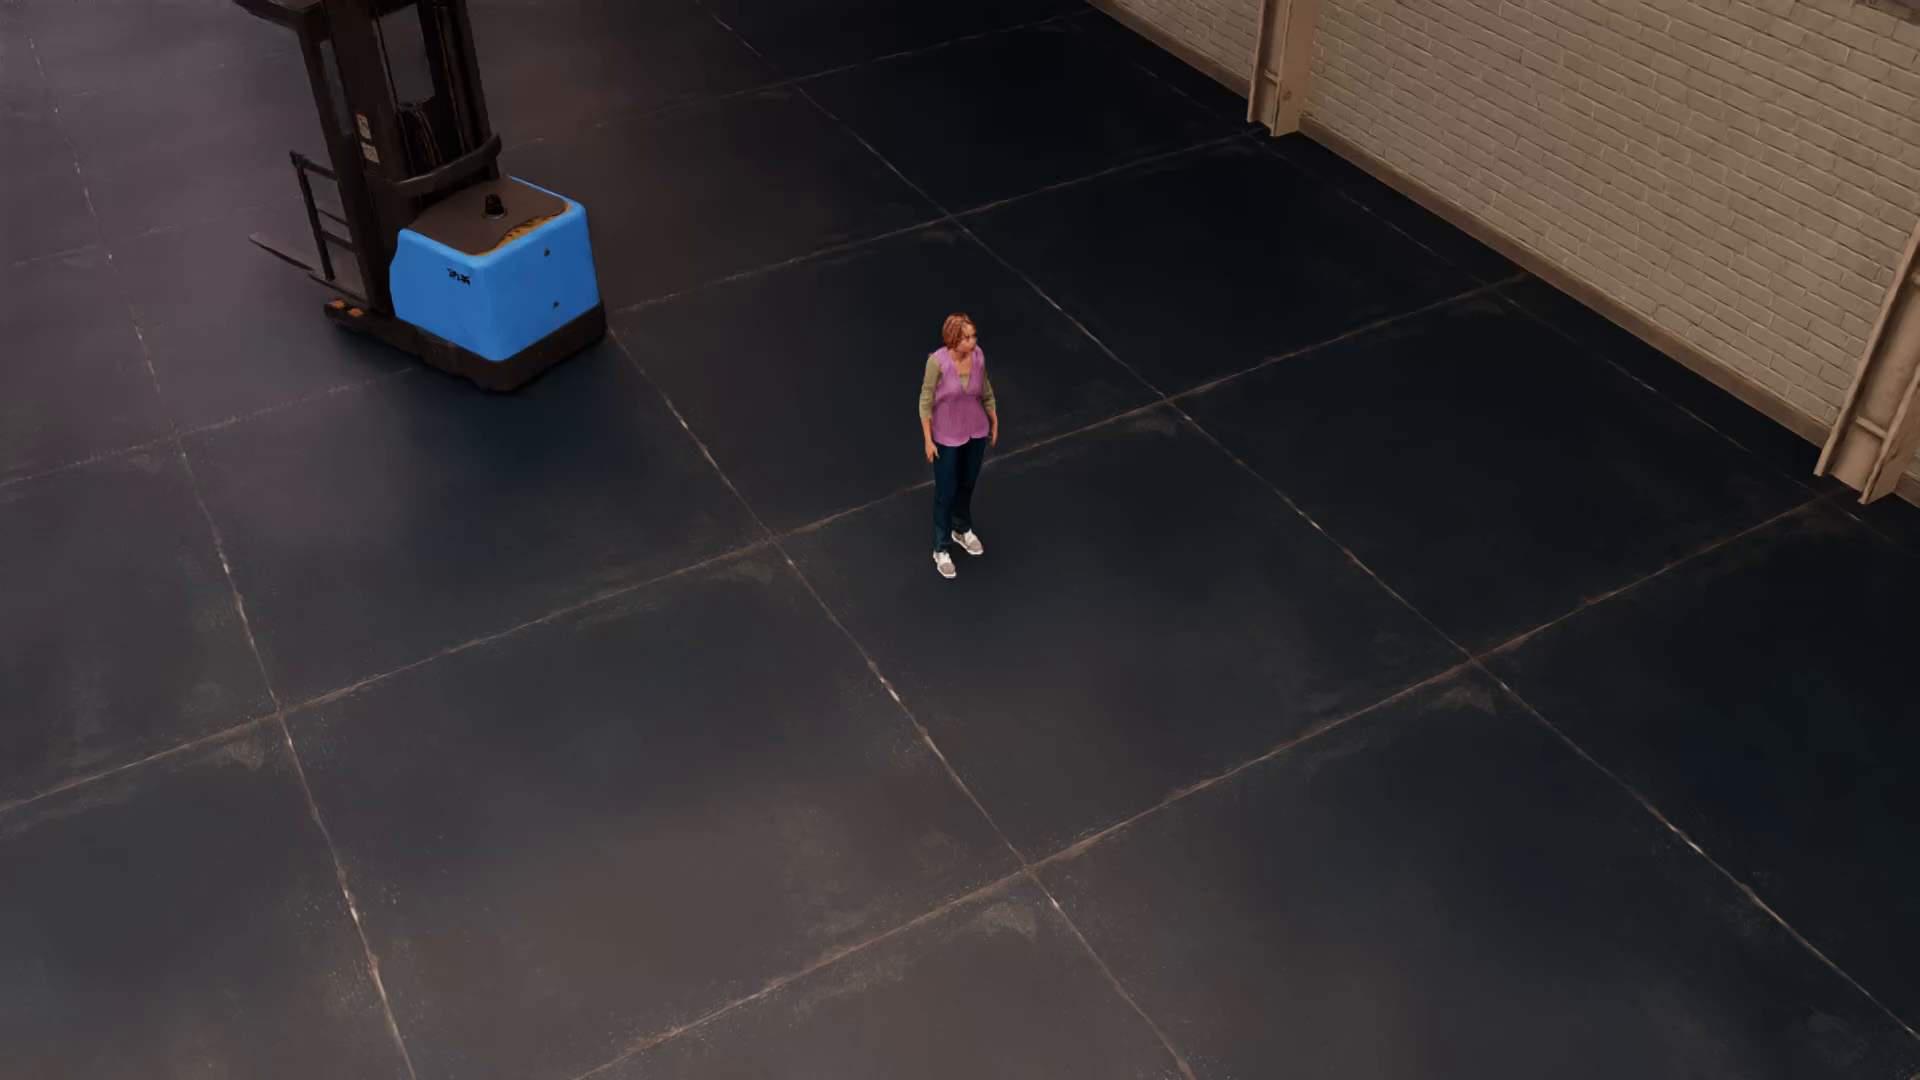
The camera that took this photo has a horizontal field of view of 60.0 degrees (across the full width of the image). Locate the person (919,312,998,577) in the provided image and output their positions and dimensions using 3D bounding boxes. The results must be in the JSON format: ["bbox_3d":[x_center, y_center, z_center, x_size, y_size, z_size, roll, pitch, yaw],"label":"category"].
[{"bbox_3d":[0.025,-0.575,9.763,0.520,1.597,0.474,-20,44,-23],"label":"person"}]

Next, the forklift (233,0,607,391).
[{"bbox_3d":[-4.059,-2.907,11.541,3.031,2.935,1.130,24,46,27],"label":"forklift"}]
